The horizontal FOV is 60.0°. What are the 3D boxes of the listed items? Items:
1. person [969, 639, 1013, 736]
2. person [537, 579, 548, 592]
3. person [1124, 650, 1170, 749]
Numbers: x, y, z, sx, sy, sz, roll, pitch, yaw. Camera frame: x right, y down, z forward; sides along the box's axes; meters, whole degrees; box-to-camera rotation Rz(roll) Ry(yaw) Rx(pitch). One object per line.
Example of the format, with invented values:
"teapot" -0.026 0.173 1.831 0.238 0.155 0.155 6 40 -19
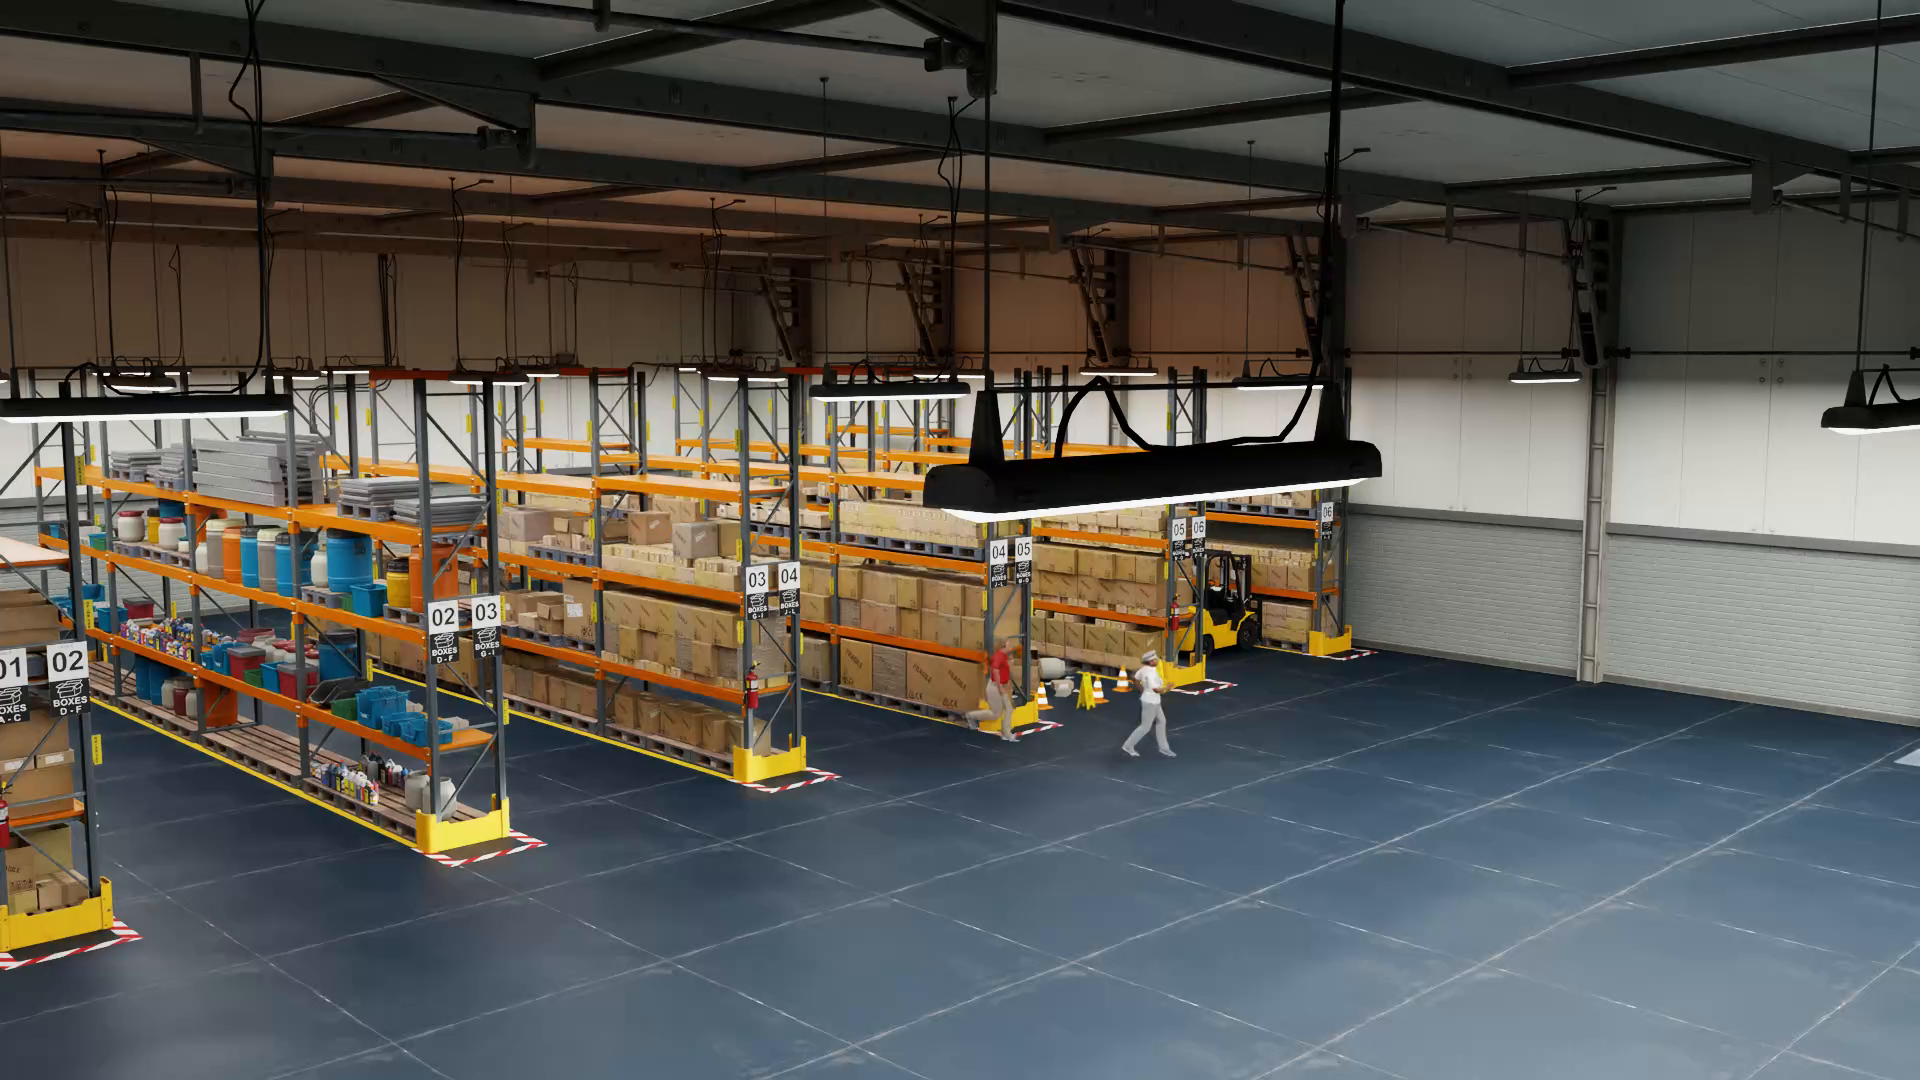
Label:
"person" 0.506 2.404 27.079 0.719 1.590 0.670 0 6 2
"person" -10.758 0.644 42.539 0.554 1.559 0.749 1 7 11
"person" 2.918 2.493 25.860 0.733 1.592 0.529 0 6 1
